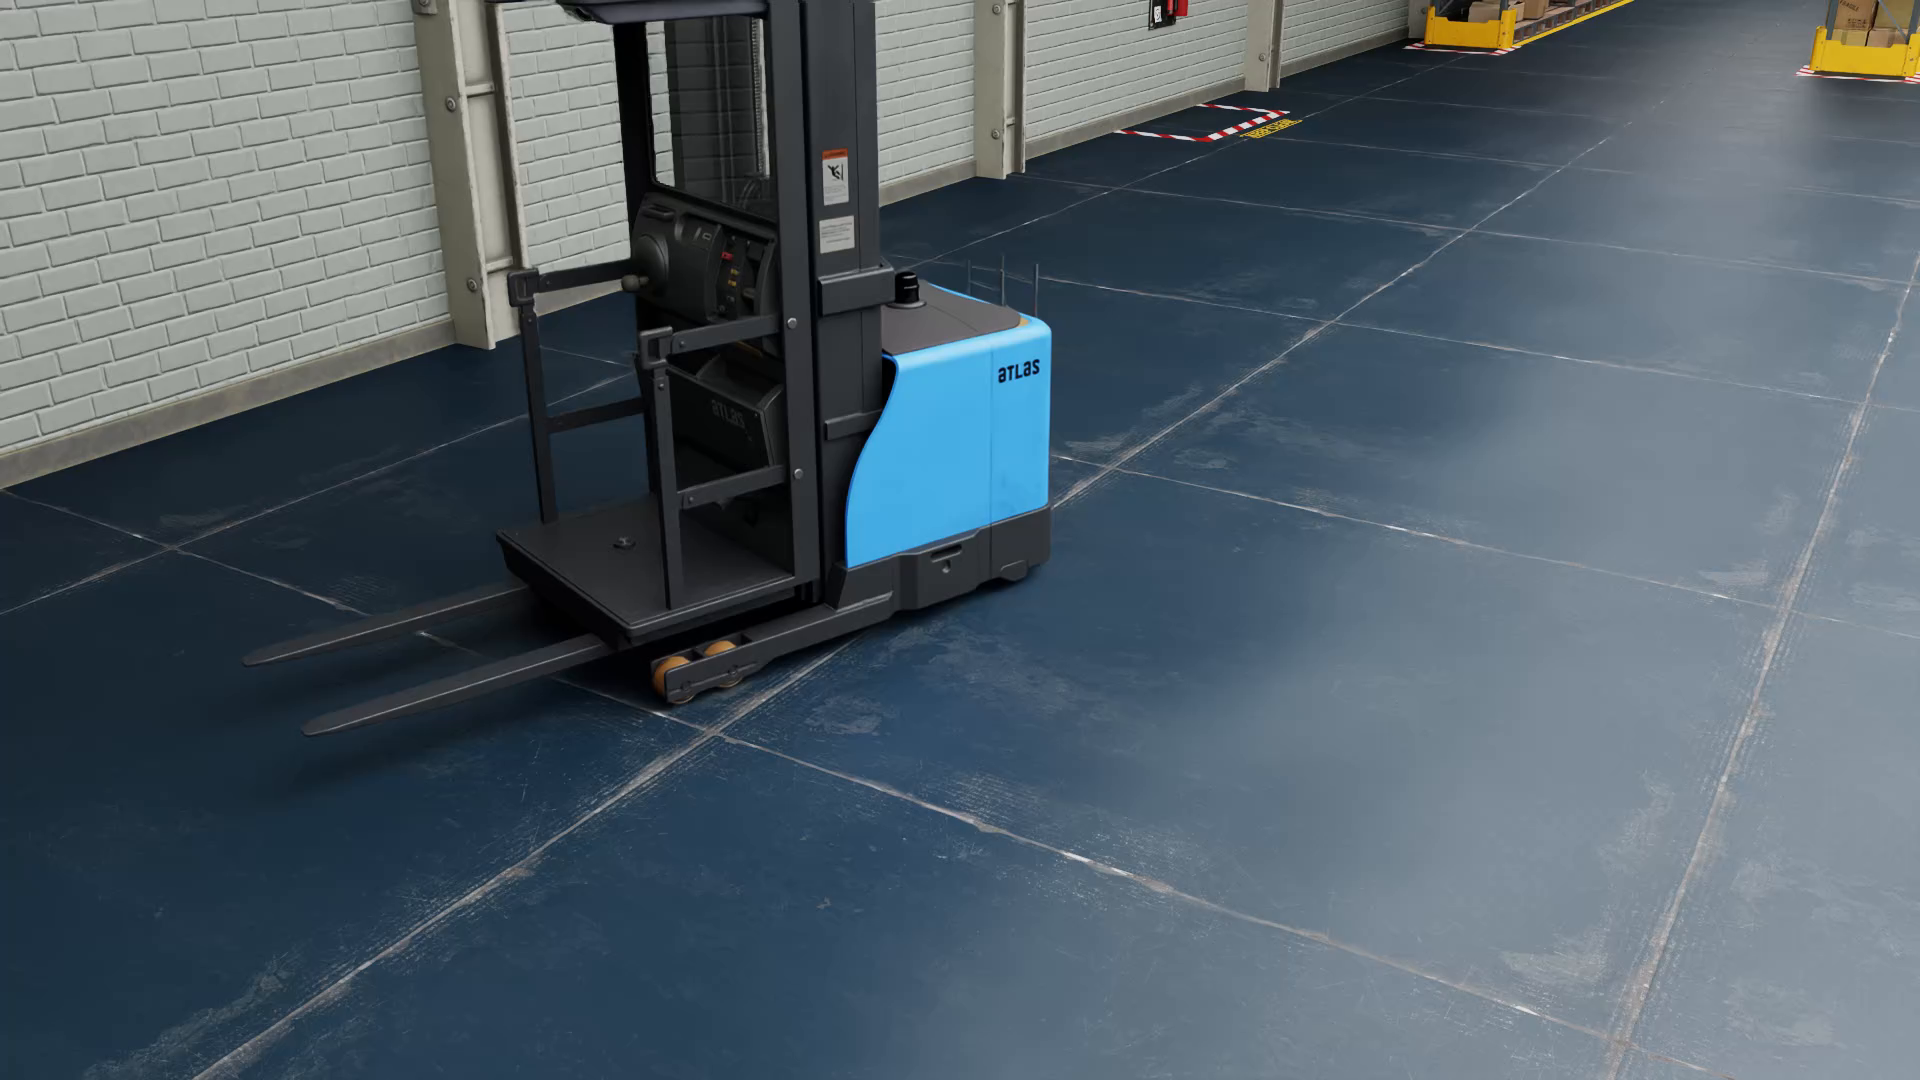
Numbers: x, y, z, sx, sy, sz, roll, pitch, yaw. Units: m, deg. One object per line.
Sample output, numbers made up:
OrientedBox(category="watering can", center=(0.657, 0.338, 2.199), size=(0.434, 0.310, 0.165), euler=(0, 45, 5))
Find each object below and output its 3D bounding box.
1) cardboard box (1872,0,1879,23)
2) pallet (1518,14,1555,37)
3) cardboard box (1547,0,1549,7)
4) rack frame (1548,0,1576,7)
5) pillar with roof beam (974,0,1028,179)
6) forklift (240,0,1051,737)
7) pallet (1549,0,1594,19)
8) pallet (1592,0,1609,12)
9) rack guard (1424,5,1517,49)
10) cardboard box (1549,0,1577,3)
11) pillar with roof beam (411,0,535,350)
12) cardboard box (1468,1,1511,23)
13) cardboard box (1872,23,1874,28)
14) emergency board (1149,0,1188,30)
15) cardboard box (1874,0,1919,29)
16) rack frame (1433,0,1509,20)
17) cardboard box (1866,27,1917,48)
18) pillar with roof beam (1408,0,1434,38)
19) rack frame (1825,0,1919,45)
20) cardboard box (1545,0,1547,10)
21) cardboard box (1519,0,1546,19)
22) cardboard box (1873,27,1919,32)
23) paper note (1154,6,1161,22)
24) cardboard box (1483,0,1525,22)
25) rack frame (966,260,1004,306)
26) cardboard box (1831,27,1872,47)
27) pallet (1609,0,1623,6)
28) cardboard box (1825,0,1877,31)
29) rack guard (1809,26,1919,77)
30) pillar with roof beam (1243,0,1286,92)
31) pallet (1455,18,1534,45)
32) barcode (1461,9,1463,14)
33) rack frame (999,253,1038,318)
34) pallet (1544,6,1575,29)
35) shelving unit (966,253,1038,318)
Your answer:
OrientedBox(category="cardboard box", center=(11.800, -7.082, 21.823), size=(0.500, 0.500, 0.500), euler=(14, 27, 29))
OrientedBox(category="pallet", center=(8.187, -7.683, 24.732), size=(1.003, 0.211, 1.213), euler=(14, 27, 29))
OrientedBox(category="cardboard box", center=(8.898, -8.325, 25.717), size=(0.380, 0.166, 0.250), euler=(10, 25, 22))
OrientedBox(category="rack frame", center=(9.154, -9.610, 25.674), size=(1.000, 3.000, 0.127), euler=(14, 27, 29))
OrientedBox(category="pillar with roof beam", center=(4.006, -6.478, 10.888), size=(9.100, 9.000, 0.400), euler=(14, 27, 29))
OrientedBox(category="forklift", center=(-1.093, -0.999, 5.869), size=(3.031, 2.935, 1.130), euler=(-18, 29, -35))
OrientedBox(category="pallet", center=(9.564, -8.594, 26.835), size=(1.003, 0.211, 1.213), euler=(14, 27, 29))
OrientedBox(category="pallet", center=(10.206, -9.007, 27.790), size=(1.003, 0.211, 1.213), euler=(14, 27, 29))
OrientedBox(category="rack guard", center=(7.084, -7.139, 23.111), size=(1.175, 0.500, 0.348), euler=(14, 27, 29))
OrientedBox(category="cardboard box", center=(9.528, -8.917, 26.665), size=(0.700, 0.500, 0.500), euler=(15, 28, 31))
OrientedBox(category="pillar with roof beam", center=(0.841, -4.453, 6.210), size=(9.100, 9.000, 0.400), euler=(14, 27, 29))
OrientedBox(category="cardboard box", center=(7.486, -7.443, 23.498), size=(0.500, 0.311, 0.500), euler=(11, 26, 23))
OrientedBox(category="cardboard box", center=(11.540, -6.568, 21.579), size=(0.500, 0.250, 0.500), euler=(14, 27, 29))
OrientedBox(category="emergency board", center=(2.178, -5.827, 16.933), size=(0.194, 1.169, 0.643), euler=(14, 27, 29))
OrientedBox(category="cardboard box", center=(11.989, -6.802, 21.175), size=(0.500, 0.500, 0.500), euler=(14, 27, 29))
OrientedBox(category="rack frame", center=(7.044, -8.260, 22.555), size=(1.000, 3.000, 0.127), euler=(14, 27, 29))
OrientedBox(category="cardboard box", center=(11.727, -6.289, 20.933), size=(0.500, 0.250, 0.500), euler=(14, 27, 29))
OrientedBox(category="pillar with roof beam", center=(10.336, -10.529, 20.244), size=(9.100, 9.000, 0.400), euler=(14, 27, 29))
OrientedBox(category="rack frame", center=(11.255, -7.223, 20.160), size=(1.000, 3.000, 0.127), euler=(14, 27, 29))
OrientedBox(category="cardboard box", center=(8.641, -8.306, 25.254), size=(0.500, 0.500, 0.500), euler=(12, 26, 25))
OrientedBox(category="cardboard box", center=(8.216, -7.959, 24.452), size=(0.700, 0.500, 0.500), euler=(12, 26, 26))
OrientedBox(category="cardboard box", center=(11.987, -6.458, 21.325), size=(0.500, 0.250, 0.500), euler=(14, 27, 29))
OrientedBox(category="paper note", center=(2.026, -5.377, 17.004), size=(0.016, 0.148, 0.142), euler=(14, 27, 29))
OrientedBox(category="cardboard box", center=(7.786, -7.635, 23.942), size=(0.500, 0.311, 0.500), euler=(16, 28, 33))
OrientedBox(category="rack frame", center=(0.100, -0.579, 7.078), size=(0.006, 1.200, 0.240), euler=(-18, 29, -35))
OrientedBox(category="cardboard box", center=(11.287, -6.397, 21.184), size=(0.500, 0.250, 0.500), euler=(14, 27, 29))
OrientedBox(category="pallet", center=(10.851, -9.417, 28.738), size=(1.003, 0.211, 1.213), euler=(14, 27, 29))
OrientedBox(category="cardboard box", center=(11.285, -6.742, 21.036), size=(0.500, 0.500, 0.500), euler=(14, 27, 29))
OrientedBox(category="rack guard", center=(11.242, -6.068, 20.638), size=(1.175, 0.500, 0.348), euler=(14, 27, 29))
OrientedBox(category="pillar with roof beam", center=(7.171, -8.504, 15.566), size=(9.100, 9.000, 0.400), euler=(14, 27, 29))
OrientedBox(category="pallet", center=(7.543, -7.273, 23.784), size=(1.003, 0.211, 1.213), euler=(14, 27, 29))
OrientedBox(category="barcode", center=(7.156, -7.537, 23.704), size=(0.001, 0.075, 0.075), euler=(14, 27, 29))
OrientedBox(category="rack frame", center=(0.244, -0.625, 7.183), size=(0.006, 1.200, 0.240), euler=(-18, 29, -35))
OrientedBox(category="pallet", center=(8.830, -8.096, 25.687), size=(1.003, 0.211, 1.213), euler=(14, 27, 29))
OrientedBox(category="shelving unit", center=(0.172, -0.602, 7.131), size=(0.189, 1.200, 0.258), euler=(-18, 29, -35))
